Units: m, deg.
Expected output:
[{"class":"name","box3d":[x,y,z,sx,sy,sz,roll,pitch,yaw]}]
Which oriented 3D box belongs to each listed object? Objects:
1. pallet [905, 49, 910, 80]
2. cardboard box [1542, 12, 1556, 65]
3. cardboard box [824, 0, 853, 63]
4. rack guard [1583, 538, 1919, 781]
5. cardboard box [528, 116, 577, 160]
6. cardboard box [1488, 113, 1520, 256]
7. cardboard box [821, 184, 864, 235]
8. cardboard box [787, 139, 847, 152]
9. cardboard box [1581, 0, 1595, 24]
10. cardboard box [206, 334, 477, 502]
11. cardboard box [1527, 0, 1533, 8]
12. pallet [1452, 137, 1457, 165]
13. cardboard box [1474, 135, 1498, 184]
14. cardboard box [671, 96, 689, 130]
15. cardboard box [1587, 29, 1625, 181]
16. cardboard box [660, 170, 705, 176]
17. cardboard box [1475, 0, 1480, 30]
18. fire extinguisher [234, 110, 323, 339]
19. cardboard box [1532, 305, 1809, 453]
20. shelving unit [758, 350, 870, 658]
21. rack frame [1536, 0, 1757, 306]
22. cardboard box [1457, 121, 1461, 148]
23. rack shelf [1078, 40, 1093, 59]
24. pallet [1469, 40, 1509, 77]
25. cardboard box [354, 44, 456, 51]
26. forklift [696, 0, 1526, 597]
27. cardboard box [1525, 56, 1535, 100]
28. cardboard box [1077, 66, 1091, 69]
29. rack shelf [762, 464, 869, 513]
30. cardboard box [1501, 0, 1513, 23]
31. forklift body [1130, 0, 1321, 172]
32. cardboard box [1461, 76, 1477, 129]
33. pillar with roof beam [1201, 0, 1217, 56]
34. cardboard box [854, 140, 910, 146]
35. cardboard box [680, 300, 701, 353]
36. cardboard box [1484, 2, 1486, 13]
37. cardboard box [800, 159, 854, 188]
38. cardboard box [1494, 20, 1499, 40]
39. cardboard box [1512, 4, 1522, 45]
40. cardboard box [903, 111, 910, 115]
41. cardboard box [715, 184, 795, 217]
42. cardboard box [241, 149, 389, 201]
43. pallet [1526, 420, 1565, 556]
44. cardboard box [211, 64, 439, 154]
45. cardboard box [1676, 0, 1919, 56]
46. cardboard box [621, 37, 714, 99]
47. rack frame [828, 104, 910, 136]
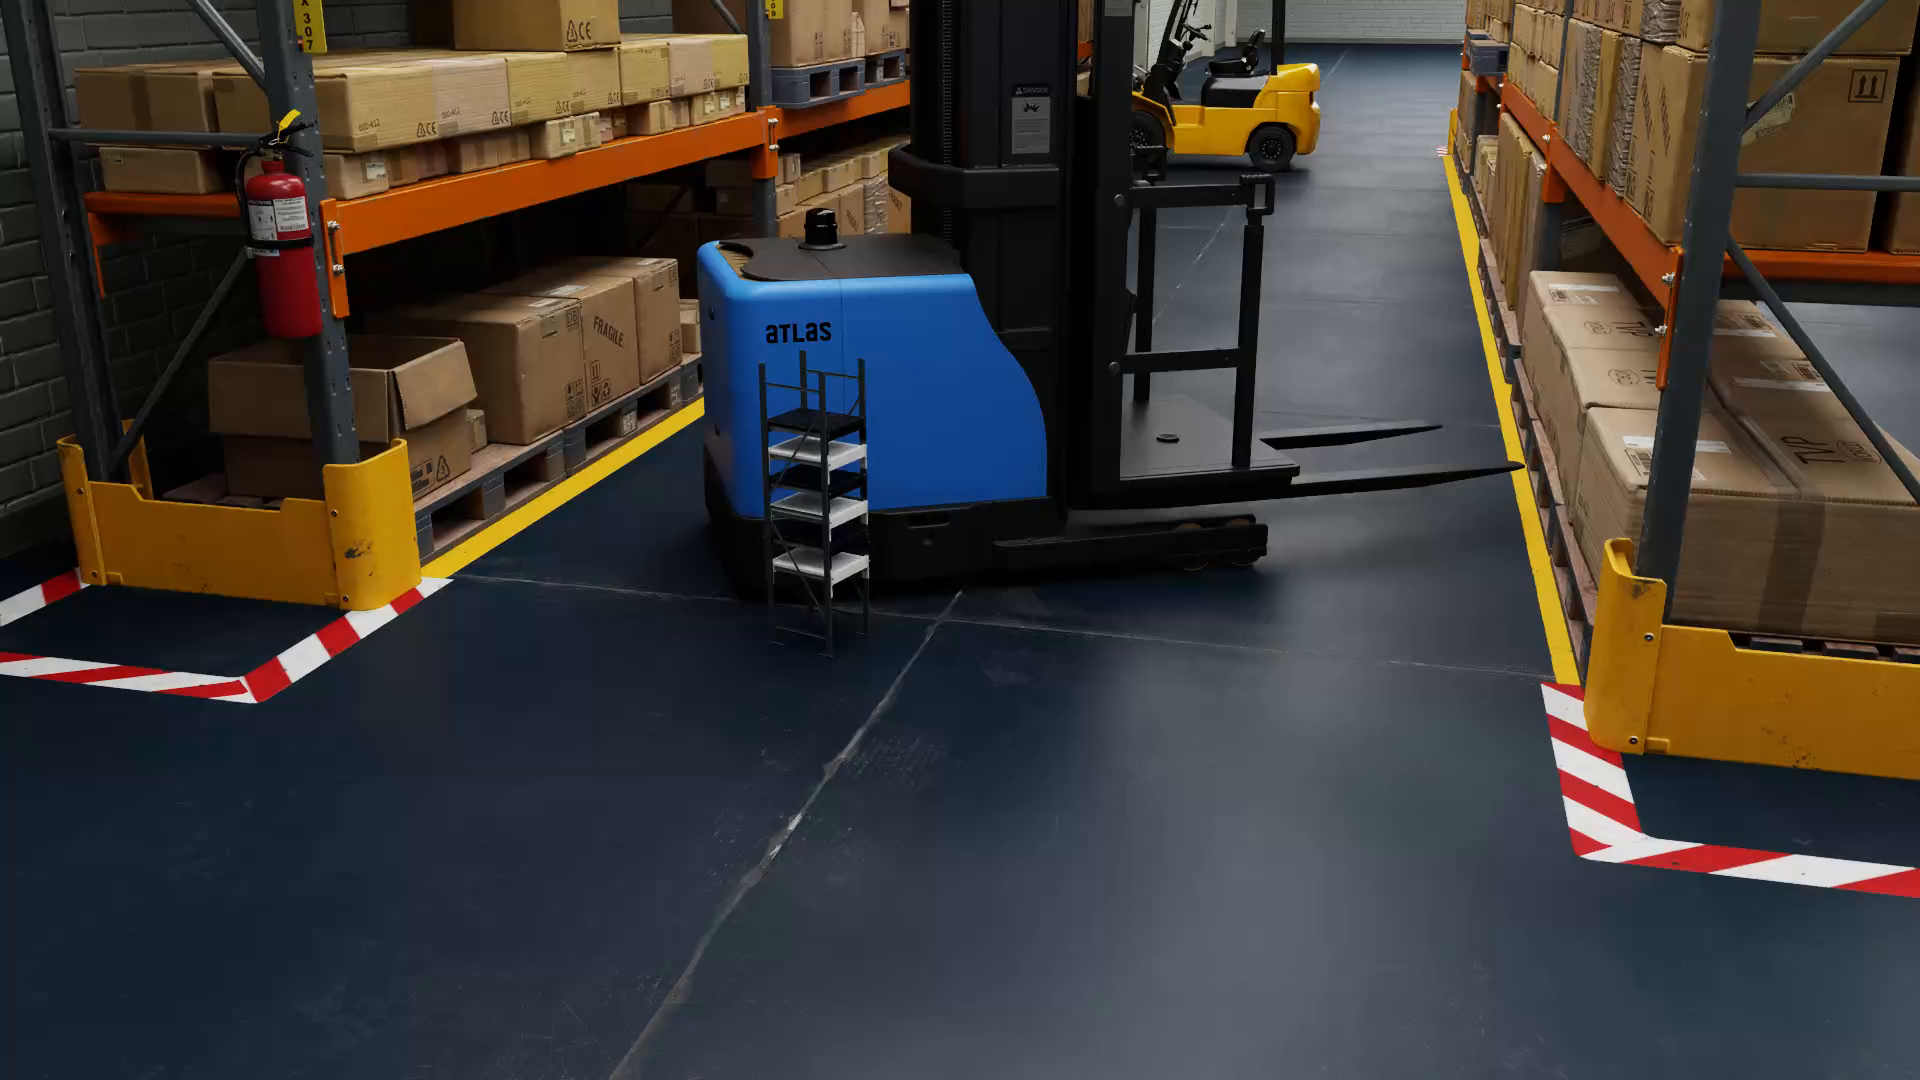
[{"class":"pallet","box3d":[-0.621,-3.454,11.956,1.213,0.211,1.003,5,19,13]},{"class":"cardboard box","box3d":[3.300,-2.598,8.613,0.500,0.250,0.500,5,20,15]},{"class":"cardboard box","box3d":[-1.039,-3.051,9.676,0.700,0.500,0.500,5,19,14]},{"class":"rack guard","box3d":[2.330,0.326,4.460,1.175,0.500,0.348,5,19,13]},{"class":"cardboard box","box3d":[-1.769,-1.618,6.671,0.380,0.149,0.250,4,19,12]},{"class":"cardboard box","box3d":[4.042,-2.355,11.080,0.875,0.875,0.875,4,19,13]},{"class":"cardboard box","box3d":[-0.918,-1.982,10.568,0.500,0.500,0.500,4,19,12]},{"class":"cardboard box","box3d":[-1.027,-2.781,11.903,0.380,0.149,0.250,5,19,14]},{"class":"cardboard box","box3d":[2.833,-2.351,6.727,0.500,0.500,0.500,4,19,13]},{"class":"cardboard box","box3d":[-2.237,-0.457,6.097,0.797,0.503,0.637,4,19,11]},{"class":"cardboard box","box3d":[3.680,-3.440,9.916,0.500,0.500,0.500,5,20,15]},{"class":"pallet","box3d":[5.994,-4.284,18.404,1.003,0.211,1.213,5,19,13]},{"class":"cardboard box","box3d":[5.142,-3.416,14.964,0.950,0.372,0.625,5,19,14]},{"class":"cardboard box","box3d":[-1.507,-2.023,7.860,0.380,0.149,0.250,5,20,15]},{"class":"cardboard box","box3d":[2.564,-1.565,5.973,0.500,0.500,0.500,5,20,15]},{"class":"cardboard box","box3d":[-1.580,-2.130,9.996,0.380,0.149,0.250,5,19,14]},{"class":"cardboard box","box3d":[5.377,-5.297,16.441,0.500,0.500,0.500,5,20,15]},{"class":"fire extinguisher","box3d":[-2.066,-0.960,5.053,0.296,0.674,0.183,5,19,13]},{"class":"cardboard box","box3d":[2.838,-0.635,6.721,0.875,0.438,0.875,4,19,12]},{"class":"shelving unit","box3d":[-0.443,-0.111,5.119,0.258,0.900,0.210,11,22,29]},{"class":"rack frame","box3d":[3.314,-2.118,7.748,1.000,3.000,0.127,5,19,13]},{"class":"cardboard box","box3d":[5.648,-4.386,17.993,0.500,0.250,0.500,5,20,15]},{"class":"rack shelf","box3d":[0.943,-5.303,18.185,1.077,0.370,4.000,5,19,13]},{"class":"pallet","box3d":[4.362,-3.513,12.128,1.213,0.211,1.003,5,19,13]},{"class":"cardboard box","box3d":[-2.242,-1.970,7.087,0.500,0.250,0.500,5,19,13]},{"class":"forklift","box3d":[0.604,-1.438,5.863,3.031,2.935,1.130,-5,19,-14]},{"class":"cardboard box","box3d":[3.568,-2.686,9.643,0.500,0.250,0.500,5,19,13]},{"class":"cardboard box","box3d":[1.502,-5.311,19.154,0.500,0.250,0.500,5,19,14]},{"class":"rack shelf","box3d":[-0.443,-0.164,5.101,0.258,0.077,0.200,11,22,29]},{"class":"cardboard box","box3d":[4.132,-3.923,11.768,0.500,0.500,0.500,4,19,12]},{"class":"forklift body","box3d":[2.737,-5.130,17.879,2.313,2.155,1.214,5,19,13]},{"class":"cardboard box","box3d":[5.521,-4.572,17.378,0.500,0.500,0.500,5,19,14]},{"class":"pillar with roof beam","box3d":[10.426,-16.144,39.532,9.100,9.000,0.400,5,19,13]},{"class":"cardboard box","box3d":[-0.542,-2.744,11.793,0.380,0.149,0.250,4,19,12]},{"class":"cardboard box","box3d":[-1.439,-1.104,8.360,0.396,0.266,0.258,5,20,15]},{"class":"cardboard box","box3d":[4.754,-4.731,14.133,0.500,0.500,0.500,5,19,14]},{"class":"cardboard box","box3d":[-0.897,-2.337,10.604,0.380,0.149,0.250,5,20,15]},{"class":"cardboard box","box3d":[4.225,-3.824,12.480,0.380,0.149,0.250,4,19,11]},{"class":"cardboard box","box3d":[3.928,-3.398,10.954,0.500,0.250,0.500,5,19,13]},{"class":"cardboard box","box3d":[-0.041,-3.449,14.667,0.875,0.625,0.625,4,19,11]},{"class":"cardboard box","box3d":[-1.155,-1.923,9.391,0.380,0.149,0.250,6,20,16]},{"class":"cardboard box","box3d":[-2.132,-1.218,5.501,0.380,0.149,0.250,5,19,13]},{"class":"pallet","box3d":[2.756,-0.183,6.396,1.003,0.211,1.213,5,19,13]},{"class":"cardboard box","box3d":[-2.106,-1.446,5.552,0.500,0.250,0.500,5,19,14]},{"class":"cardboard box","box3d":[2.223,-1.555,4.397,0.500,0.500,0.500,5,20,15]},{"class":"cardboard box","box3d":[-1.497,-2.242,7.882,0.500,0.250,0.500,5,19,14]},{"class":"rack frame","box3d":[-0.523,-3.763,12.563,1.000,3.000,0.127,5,19,13]}]
